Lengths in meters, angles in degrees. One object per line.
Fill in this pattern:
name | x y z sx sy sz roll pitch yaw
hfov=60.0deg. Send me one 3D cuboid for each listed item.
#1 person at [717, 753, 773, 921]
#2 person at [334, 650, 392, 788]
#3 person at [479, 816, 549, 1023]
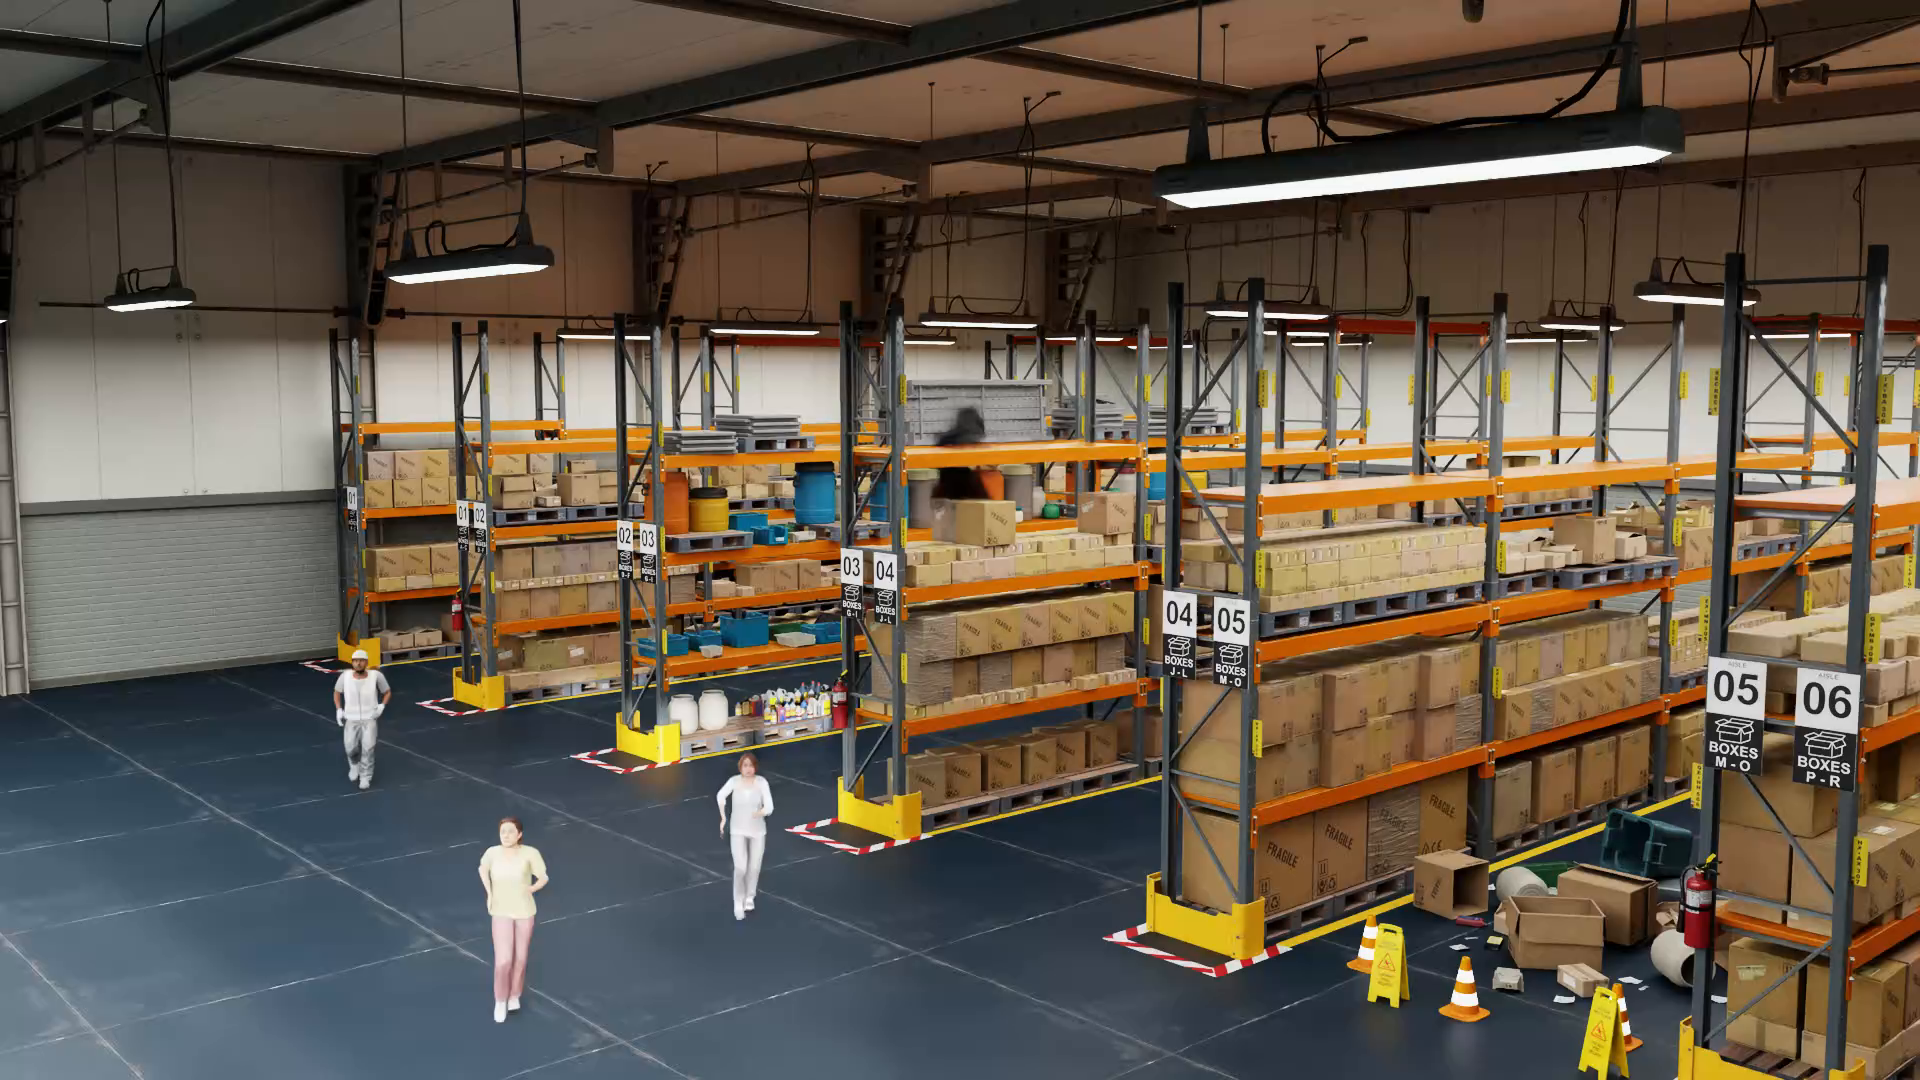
person | -2.027 2.815 15.800 0.503 1.607 0.672 -1 6 -14
person | -7.489 2.239 20.856 0.694 1.746 0.589 -2 6 -15
person | -3.574 3.031 13.336 0.552 1.674 0.650 -1 6 -12
